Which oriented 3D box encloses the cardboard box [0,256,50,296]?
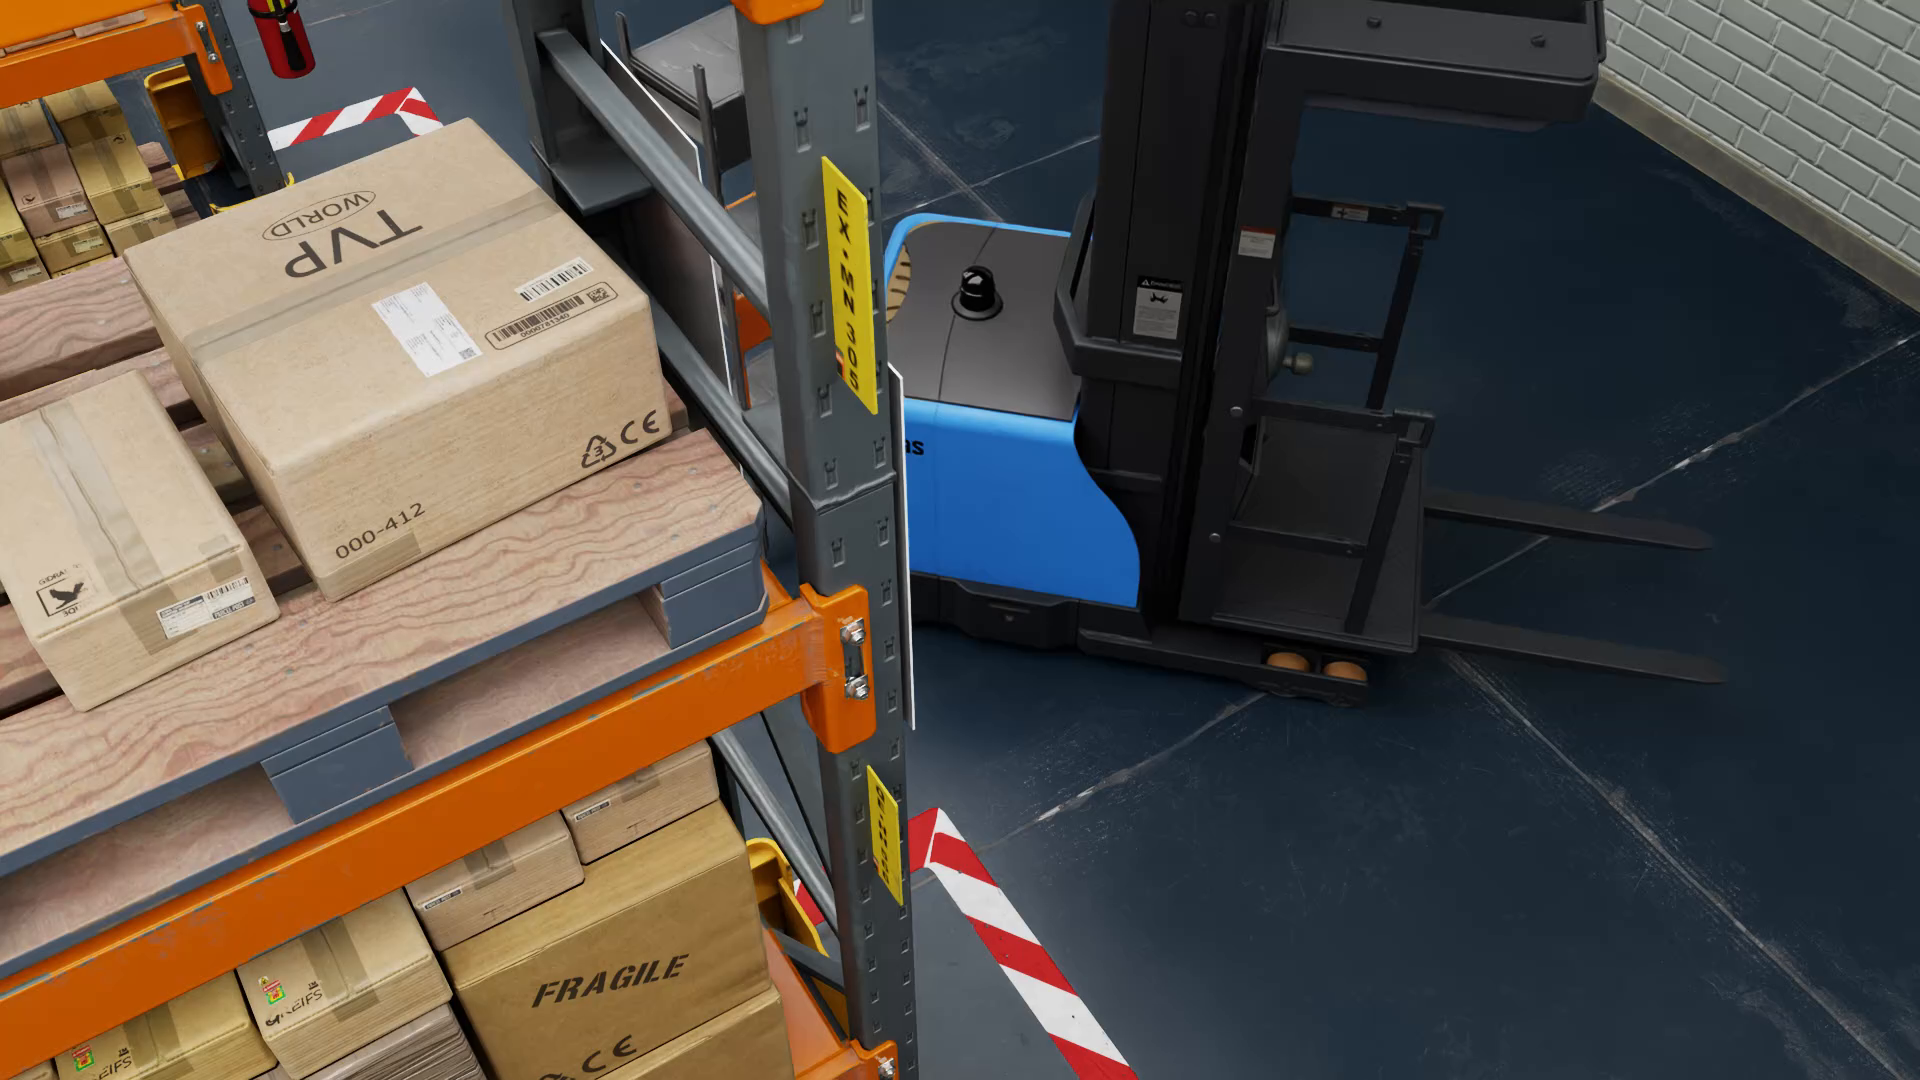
[{"bbox_3d":[-3.867,-1.153,6.697,0.250,0.149,0.380,-27,54,-22],"label":"cardboard box"}]

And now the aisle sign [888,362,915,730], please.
[{"bbox_3d":[-0.181,-0.073,2.565,0.004,0.787,0.394,-25,53,-21],"label":"aisle sign"}]

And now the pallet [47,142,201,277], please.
[{"bbox_3d":[-3.904,-1.202,7.179,1.213,0.211,1.003,-25,53,-21],"label":"pallet"}]

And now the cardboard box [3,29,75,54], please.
[{"bbox_3d":[-3.490,-1.994,6.185,0.250,0.149,0.380,-25,53,-21],"label":"cardboard box"}]

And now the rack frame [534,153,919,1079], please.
[{"bbox_3d":[-0.407,0.625,3.685,0.127,3.000,1.000,-25,53,-21],"label":"rack frame"}]

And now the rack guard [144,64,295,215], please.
[{"bbox_3d":[-3.198,-1.600,7.340,0.348,0.500,1.175,-25,53,-21],"label":"rack guard"}]

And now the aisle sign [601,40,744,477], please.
[{"bbox_3d":[-0.501,-0.452,2.903,0.004,0.787,0.394,-25,53,-21],"label":"aisle sign"}]

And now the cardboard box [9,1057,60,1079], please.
[{"bbox_3d":[-1.473,0.719,2.430,0.250,0.149,0.380,-26,53,-21],"label":"cardboard box"}]

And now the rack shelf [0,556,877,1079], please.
[{"bbox_3d":[-2.099,0.663,2.124,4.000,0.370,1.077,-25,53,-21],"label":"rack shelf"}]

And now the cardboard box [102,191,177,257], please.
[{"bbox_3d":[-3.428,-1.361,6.882,0.250,0.149,0.380,-27,53,-22],"label":"cardboard box"}]

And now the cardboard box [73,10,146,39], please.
[{"bbox_3d":[-3.259,-2.069,6.253,0.250,0.149,0.380,-25,53,-21],"label":"cardboard box"}]

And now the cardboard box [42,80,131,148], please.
[{"bbox_3d":[-3.759,-1.857,7.124,0.250,0.149,0.380,-27,54,-22],"label":"cardboard box"}]

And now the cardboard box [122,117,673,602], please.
[{"bbox_3d":[-0.740,-0.260,2.216,0.500,0.250,0.500,-30,55,-24],"label":"cardboard box"}]

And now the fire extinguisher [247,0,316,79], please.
[{"bbox_3d":[-2.675,-2.121,6.431,0.183,0.674,0.296,-25,53,-21],"label":"fire extinguisher"}]

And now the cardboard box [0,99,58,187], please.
[{"bbox_3d":[-3.928,-1.671,6.959,0.250,0.149,0.380,-24,53,-20],"label":"cardboard box"}]

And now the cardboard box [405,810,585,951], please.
[{"bbox_3d":[-0.806,0.429,2.688,0.250,0.149,0.380,-24,53,-20],"label":"cardboard box"}]

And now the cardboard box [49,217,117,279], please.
[{"bbox_3d":[-3.632,-1.145,6.889,0.250,0.149,0.380,-24,52,-20],"label":"cardboard box"}]

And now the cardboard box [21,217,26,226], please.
[{"bbox_3d":[-4.132,-1.387,7.104,0.250,0.149,0.380,-25,53,-20],"label":"cardboard box"}]

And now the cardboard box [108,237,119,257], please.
[{"bbox_3d":[-3.468,-1.312,7.037,0.250,0.149,0.380,-24,53,-20],"label":"cardboard box"}]

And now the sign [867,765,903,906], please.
[{"bbox_3d":[-0.130,0.509,2.854,0.005,0.325,0.100,-25,53,-21],"label":"sign"}]

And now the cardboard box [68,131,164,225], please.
[{"bbox_3d":[-3.447,-1.480,6.789,0.250,0.149,0.380,-25,53,-20],"label":"cardboard box"}]

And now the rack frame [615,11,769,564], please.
[{"bbox_3d":[-0.852,-0.716,5.482,0.015,2.100,0.400,-36,57,-27],"label":"rack frame"}]

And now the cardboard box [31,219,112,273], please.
[{"bbox_3d":[-3.678,-1.291,6.820,0.250,0.149,0.380,-26,53,-22],"label":"cardboard box"}]

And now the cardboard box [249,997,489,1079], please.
[{"bbox_3d":[-1.115,0.828,2.767,0.500,0.500,0.500,-25,53,-21],"label":"cardboard box"}]

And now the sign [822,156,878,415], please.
[{"bbox_3d":[-0.130,-0.293,1.954,0.005,0.325,0.100,-25,53,-21],"label":"sign"}]

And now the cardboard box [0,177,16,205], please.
[{"bbox_3d":[-4.136,-1.478,6.987,0.250,0.149,0.380,-25,53,-20],"label":"cardboard box"}]

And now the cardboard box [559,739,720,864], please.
[{"bbox_3d":[-0.604,0.313,2.792,0.250,0.149,0.380,-25,53,-20],"label":"cardboard box"}]

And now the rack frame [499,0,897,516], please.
[{"bbox_3d":[-0.407,-1.370,1.445,0.127,3.000,1.000,-25,53,-21],"label":"rack frame"}]

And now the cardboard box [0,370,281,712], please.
[{"bbox_3d":[-1.052,-0.008,2.060,0.250,0.149,0.380,-29,54,-23],"label":"cardboard box"}]

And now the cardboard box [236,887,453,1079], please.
[{"bbox_3d":[-0.979,0.585,2.550,0.250,0.149,0.380,-26,53,-21],"label":"cardboard box"}]

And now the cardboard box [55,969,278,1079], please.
[{"bbox_3d":[-1.214,0.659,2.483,0.250,0.149,0.380,-24,53,-20],"label":"cardboard box"}]

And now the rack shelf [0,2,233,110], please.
[{"bbox_3d":[-4.826,-1.425,5.992,4.000,0.370,1.077,-25,53,-21],"label":"rack shelf"}]

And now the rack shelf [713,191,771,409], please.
[{"bbox_3d":[-0.676,-0.834,5.605,0.480,0.518,0.431,-36,57,-27],"label":"rack shelf"}]

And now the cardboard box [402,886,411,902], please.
[{"bbox_3d":[-1.399,0.481,3.077,0.500,0.500,0.500,-27,54,-22],"label":"cardboard box"}]

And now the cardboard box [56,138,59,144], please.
[{"bbox_3d":[-3.976,-1.632,7.123,0.250,0.149,0.380,-25,53,-21],"label":"cardboard box"}]

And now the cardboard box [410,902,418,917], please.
[{"bbox_3d":[-1.380,0.821,3.444,0.500,0.500,0.500,-26,53,-21],"label":"cardboard box"}]

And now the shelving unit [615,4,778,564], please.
[{"bbox_3d":[-0.676,-0.843,5.594,0.503,2.100,0.431,-36,57,-27],"label":"shelving unit"}]

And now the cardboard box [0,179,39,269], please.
[{"bbox_3d":[-3.841,-1.233,6.568,0.250,0.149,0.380,-26,53,-22],"label":"cardboard box"}]

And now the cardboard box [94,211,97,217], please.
[{"bbox_3d":[-3.926,-1.490,7.196,0.250,0.149,0.380,-25,53,-21],"label":"cardboard box"}]

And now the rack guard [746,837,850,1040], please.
[{"bbox_3d":[-0.387,1.446,4.627,0.348,0.500,1.175,-25,53,-21],"label":"rack guard"}]

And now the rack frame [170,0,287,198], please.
[{"bbox_3d":[-3.134,-2.461,6.433,0.127,3.000,1.000,-25,53,-21],"label":"rack frame"}]

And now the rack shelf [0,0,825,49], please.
[{"bbox_3d":[-2.099,-0.201,1.153,4.000,0.370,1.077,-25,53,-21],"label":"rack shelf"}]

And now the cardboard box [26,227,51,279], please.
[{"bbox_3d":[-3.901,-1.094,6.844,0.250,0.149,0.380,-25,53,-21],"label":"cardboard box"}]

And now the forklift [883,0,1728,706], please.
[{"bbox_3d":[1.147,-0.838,5.034,3.031,2.935,1.130,9,49,8],"label":"forklift"}]

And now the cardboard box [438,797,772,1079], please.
[{"bbox_3d":[-0.688,0.601,2.969,0.500,0.500,0.500,-24,52,-20],"label":"cardboard box"}]

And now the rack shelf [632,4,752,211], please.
[{"bbox_3d":[-0.676,-1.299,5.082,0.480,0.518,0.431,-36,57,-27],"label":"rack shelf"}]

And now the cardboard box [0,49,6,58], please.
[{"bbox_3d":[-3.694,-1.885,6.088,0.250,0.149,0.380,-26,53,-21],"label":"cardboard box"}]

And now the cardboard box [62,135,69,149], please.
[{"bbox_3d":[-3.714,-1.705,7.189,0.250,0.149,0.380,-23,52,-19],"label":"cardboard box"}]

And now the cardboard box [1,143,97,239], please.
[{"bbox_3d":[-3.690,-1.416,6.732,0.250,0.149,0.380,-24,53,-20],"label":"cardboard box"}]

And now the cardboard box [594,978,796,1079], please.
[{"bbox_3d":[-0.674,0.951,3.328,0.500,0.500,0.500,-25,53,-21],"label":"cardboard box"}]

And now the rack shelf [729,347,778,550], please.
[{"bbox_3d":[-0.676,-0.368,6.127,0.480,0.518,0.431,-36,57,-27],"label":"rack shelf"}]

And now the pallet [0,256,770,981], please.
[{"bbox_3d":[-1.029,-0.041,2.329,1.213,0.211,1.003,-25,53,-21],"label":"pallet"}]

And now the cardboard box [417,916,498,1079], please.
[{"bbox_3d":[-1.107,1.141,3.158,0.500,0.500,0.500,-26,53,-22],"label":"cardboard box"}]

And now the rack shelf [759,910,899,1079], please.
[{"bbox_3d":[-2.099,1.661,3.244,4.000,0.370,1.077,-25,53,-21],"label":"rack shelf"}]
